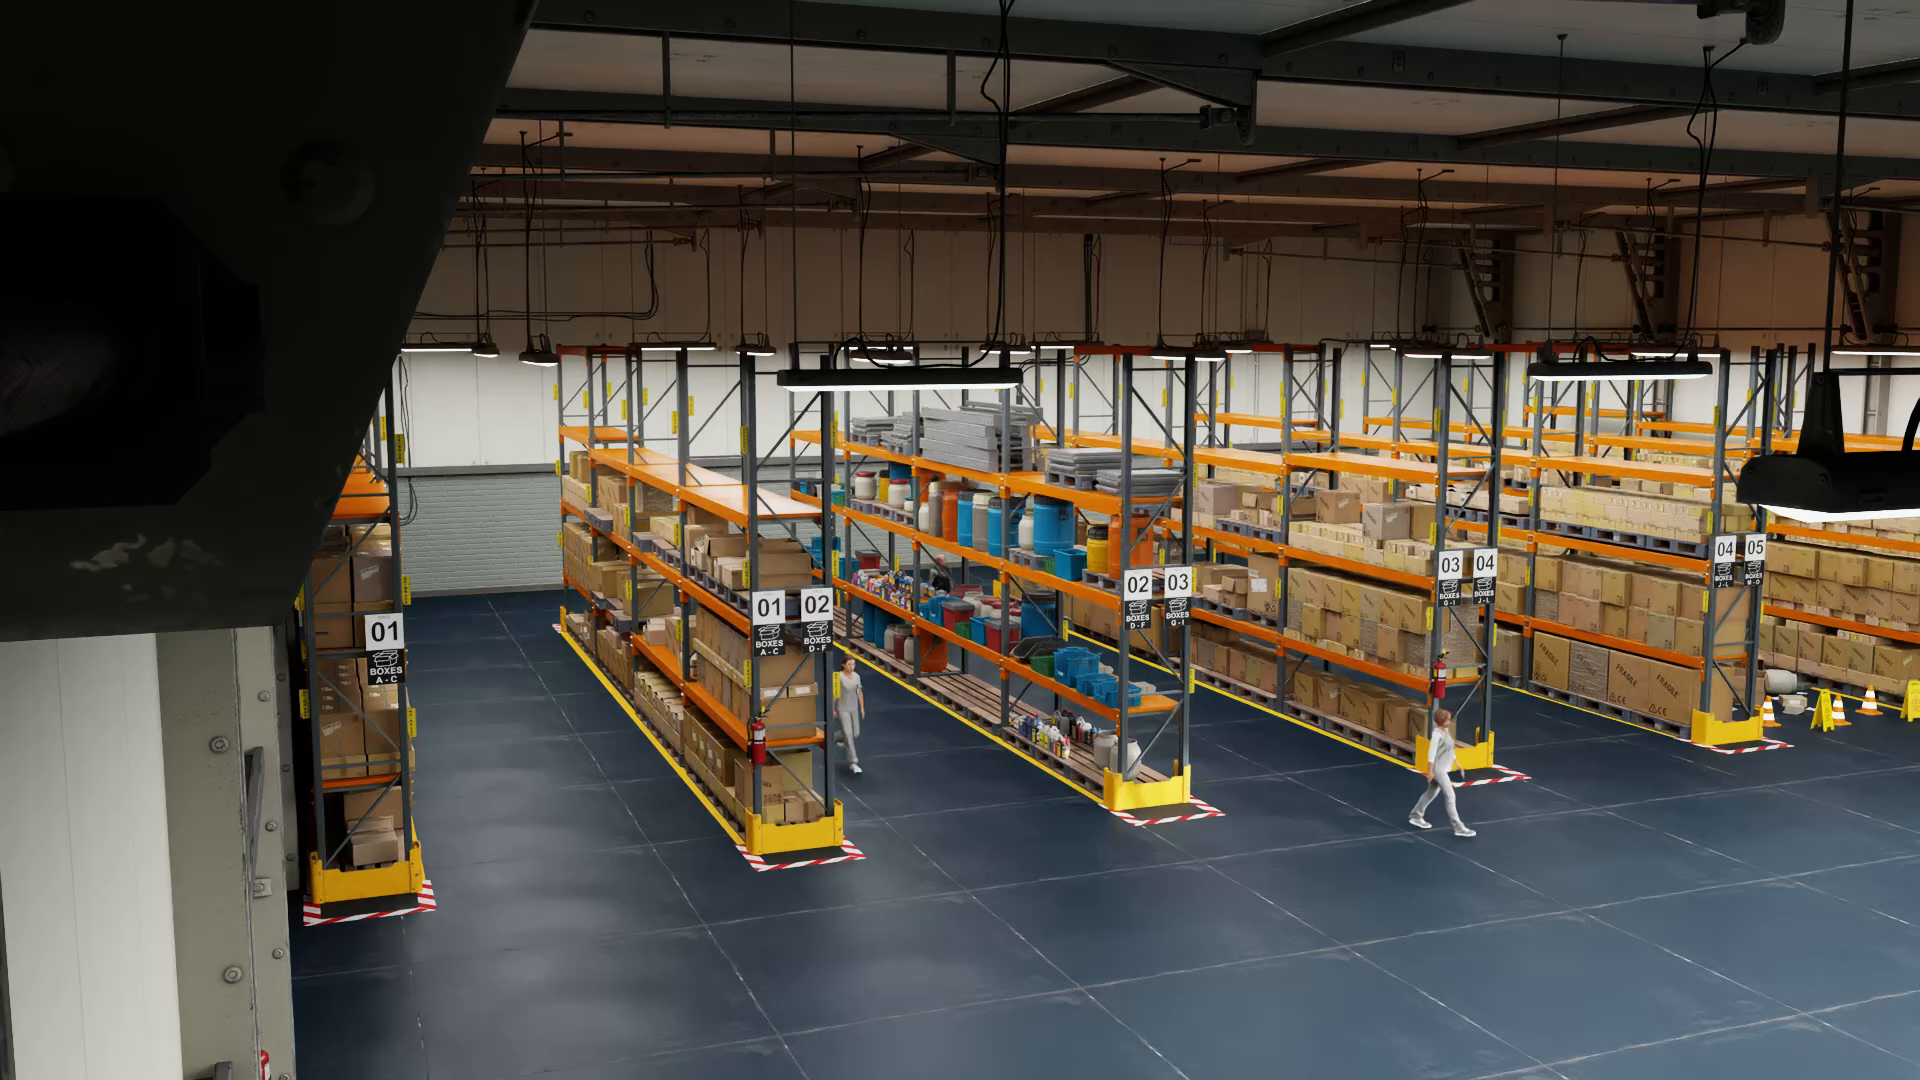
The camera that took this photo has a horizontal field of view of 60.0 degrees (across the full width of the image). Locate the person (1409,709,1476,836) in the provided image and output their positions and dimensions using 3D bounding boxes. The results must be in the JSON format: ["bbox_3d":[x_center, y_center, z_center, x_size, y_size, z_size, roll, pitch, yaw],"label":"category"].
[{"bbox_3d":[6.093,2.900,20.888,0.870,1.561,0.441,4,8,26],"label":"person"}]

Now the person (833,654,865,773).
[{"bbox_3d":[-1.604,2.458,23.994,0.937,1.626,0.473,7,10,44],"label":"person"}]

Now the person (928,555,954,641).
[{"bbox_3d":[-0.386,1.189,34.050,0.554,1.794,0.592,6,9,39],"label":"person"}]
